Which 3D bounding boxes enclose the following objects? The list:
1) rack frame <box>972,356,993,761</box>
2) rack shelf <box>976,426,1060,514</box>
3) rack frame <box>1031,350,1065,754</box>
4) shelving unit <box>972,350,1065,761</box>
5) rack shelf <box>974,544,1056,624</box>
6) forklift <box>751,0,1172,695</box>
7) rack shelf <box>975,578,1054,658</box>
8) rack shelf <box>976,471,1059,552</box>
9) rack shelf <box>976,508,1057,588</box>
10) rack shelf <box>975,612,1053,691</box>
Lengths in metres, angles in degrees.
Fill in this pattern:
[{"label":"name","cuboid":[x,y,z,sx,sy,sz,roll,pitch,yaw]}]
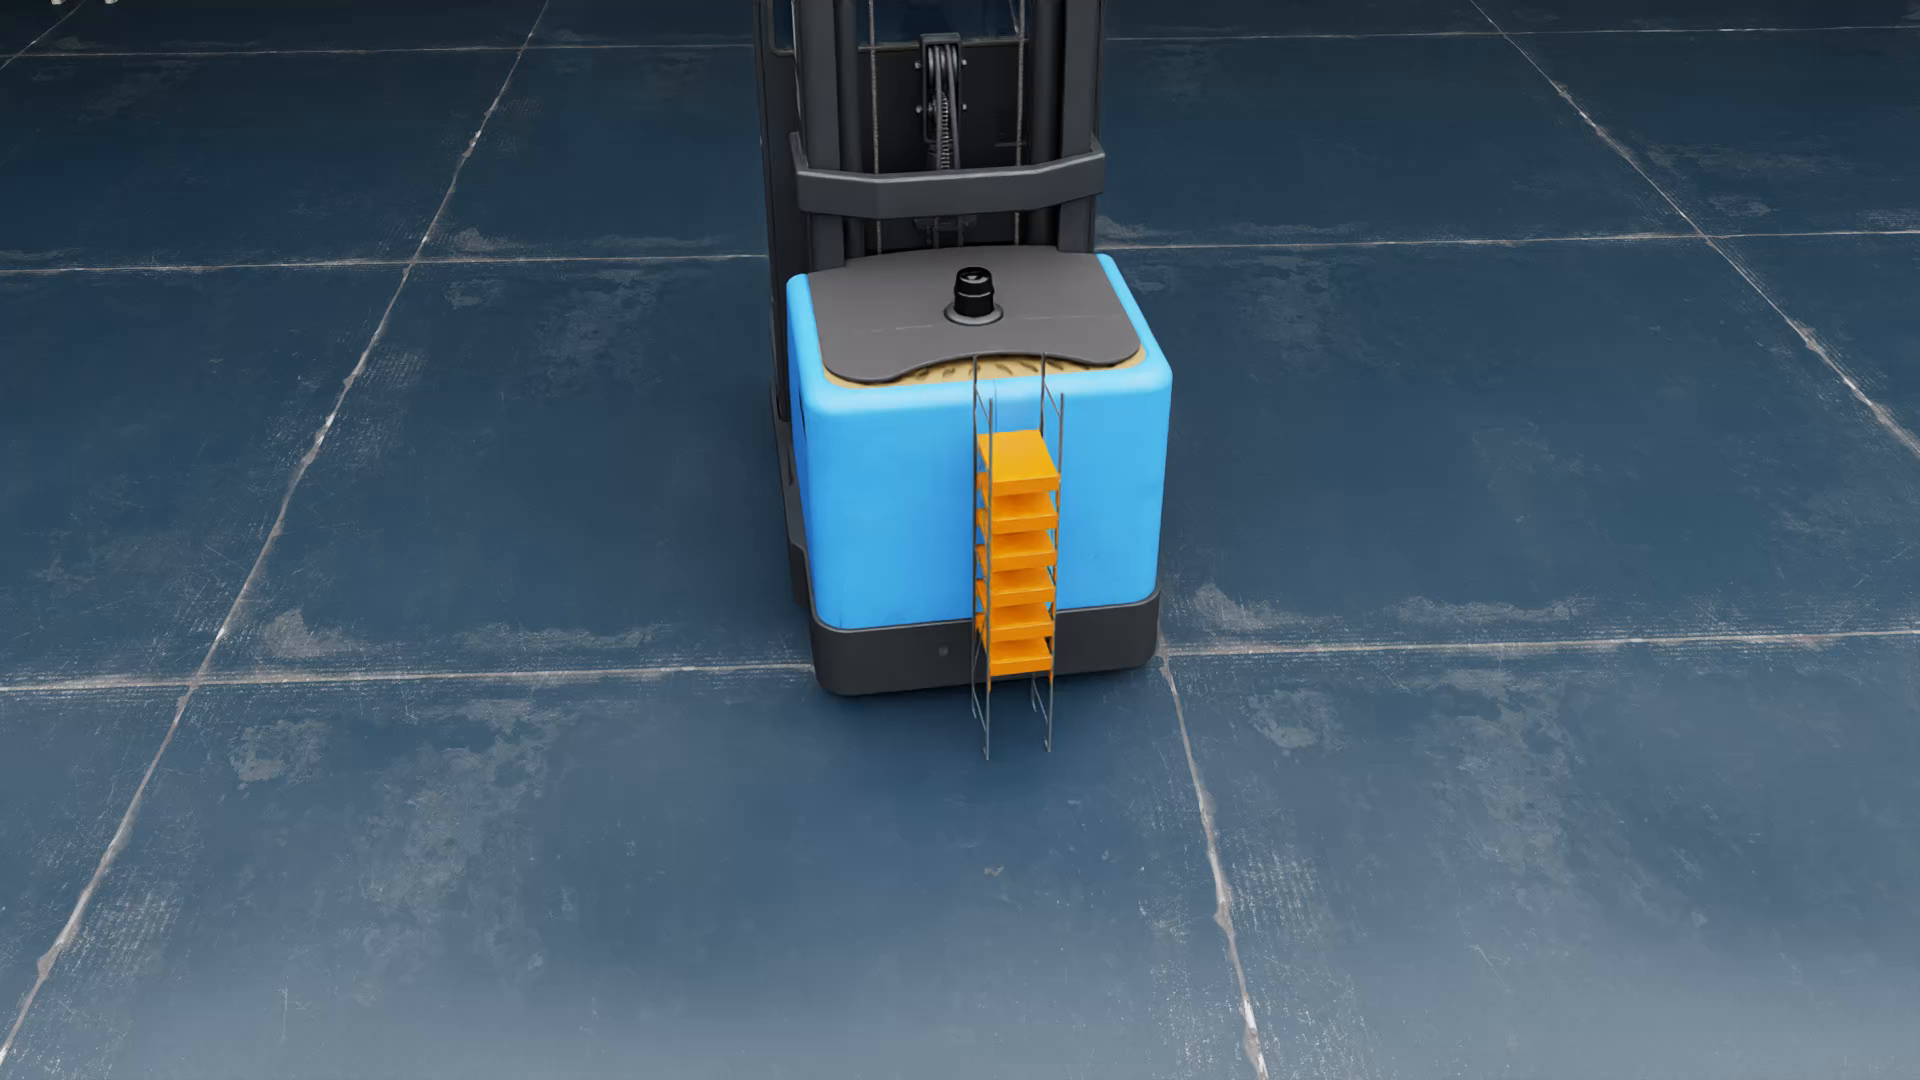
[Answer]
[{"label":"rack frame","cuboid":[0.059,0.081,4.579,0.006,1.200,0.240,-6,35,-8]},{"label":"rack shelf","cuboid":[0.149,-0.188,4.413,0.180,0.103,0.258,-6,35,-8]},{"label":"rack frame","cuboid":[0.239,0.062,4.606,0.006,1.200,0.240,-6,35,-8]},{"label":"shelving unit","cuboid":[0.149,0.071,4.592,0.189,1.200,0.258,-6,35,-8]},{"label":"rack shelf","cuboid":[0.149,0.108,4.618,0.180,0.103,0.258,-6,35,-8]},{"label":"forklift","cuboid":[-0.132,-1.571,5.444,1.130,2.935,3.031,-5,35,-7]},{"label":"rack shelf","cuboid":[0.149,0.207,4.686,0.180,0.103,0.258,-6,35,-8]},{"label":"rack shelf","cuboid":[0.149,-0.089,4.481,0.180,0.103,0.258,-6,35,-8]},{"label":"rack shelf","cuboid":[0.149,0.009,4.549,0.180,0.103,0.258,-6,35,-8]},{"label":"rack shelf","cuboid":[0.149,0.305,4.754,0.180,0.103,0.258,-6,35,-8]}]
